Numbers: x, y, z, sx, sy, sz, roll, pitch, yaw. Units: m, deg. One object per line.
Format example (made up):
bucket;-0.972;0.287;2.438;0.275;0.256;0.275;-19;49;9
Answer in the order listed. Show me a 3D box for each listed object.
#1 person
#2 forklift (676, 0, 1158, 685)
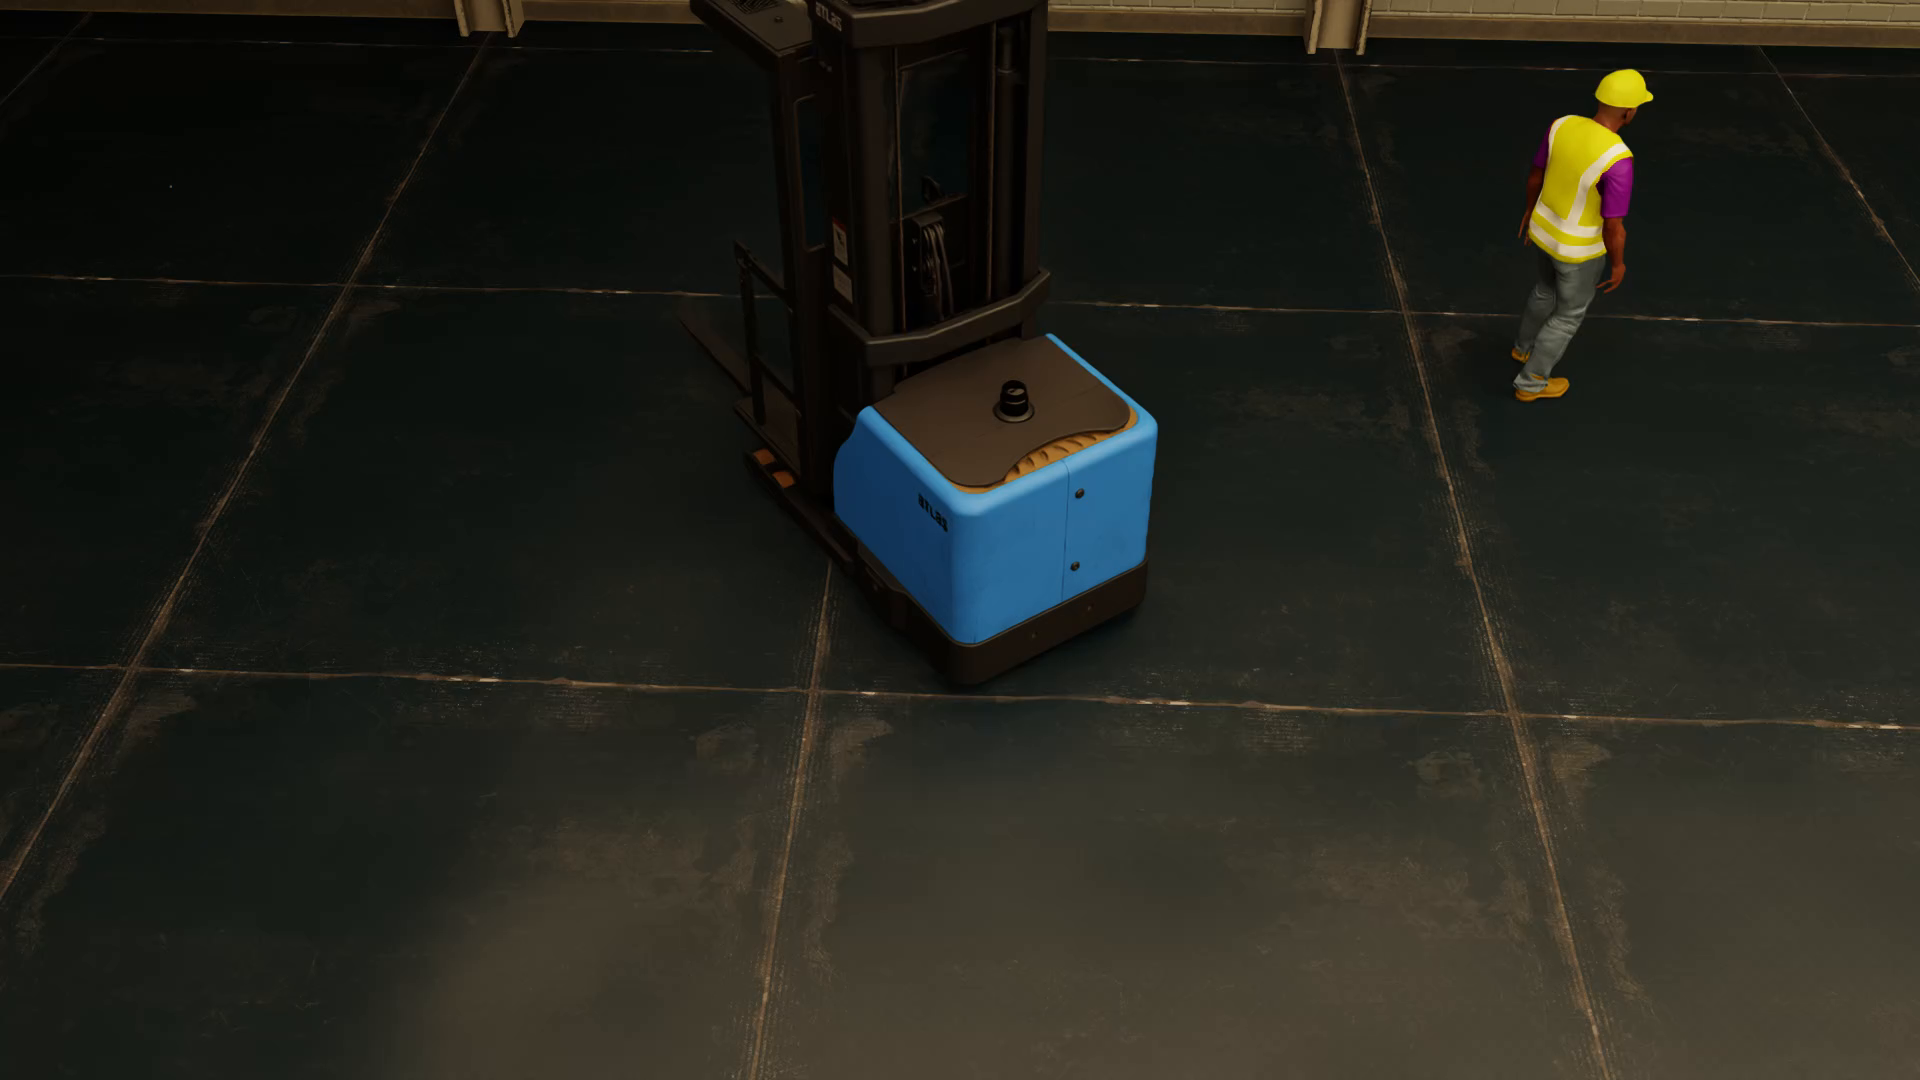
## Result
person;3.091;-1.503;8.283;0.499;1.779;0.653;-14;44;-15
forklift;-0.402;-1.423;7.301;1.130;2.935;3.031;-24;48;-24
